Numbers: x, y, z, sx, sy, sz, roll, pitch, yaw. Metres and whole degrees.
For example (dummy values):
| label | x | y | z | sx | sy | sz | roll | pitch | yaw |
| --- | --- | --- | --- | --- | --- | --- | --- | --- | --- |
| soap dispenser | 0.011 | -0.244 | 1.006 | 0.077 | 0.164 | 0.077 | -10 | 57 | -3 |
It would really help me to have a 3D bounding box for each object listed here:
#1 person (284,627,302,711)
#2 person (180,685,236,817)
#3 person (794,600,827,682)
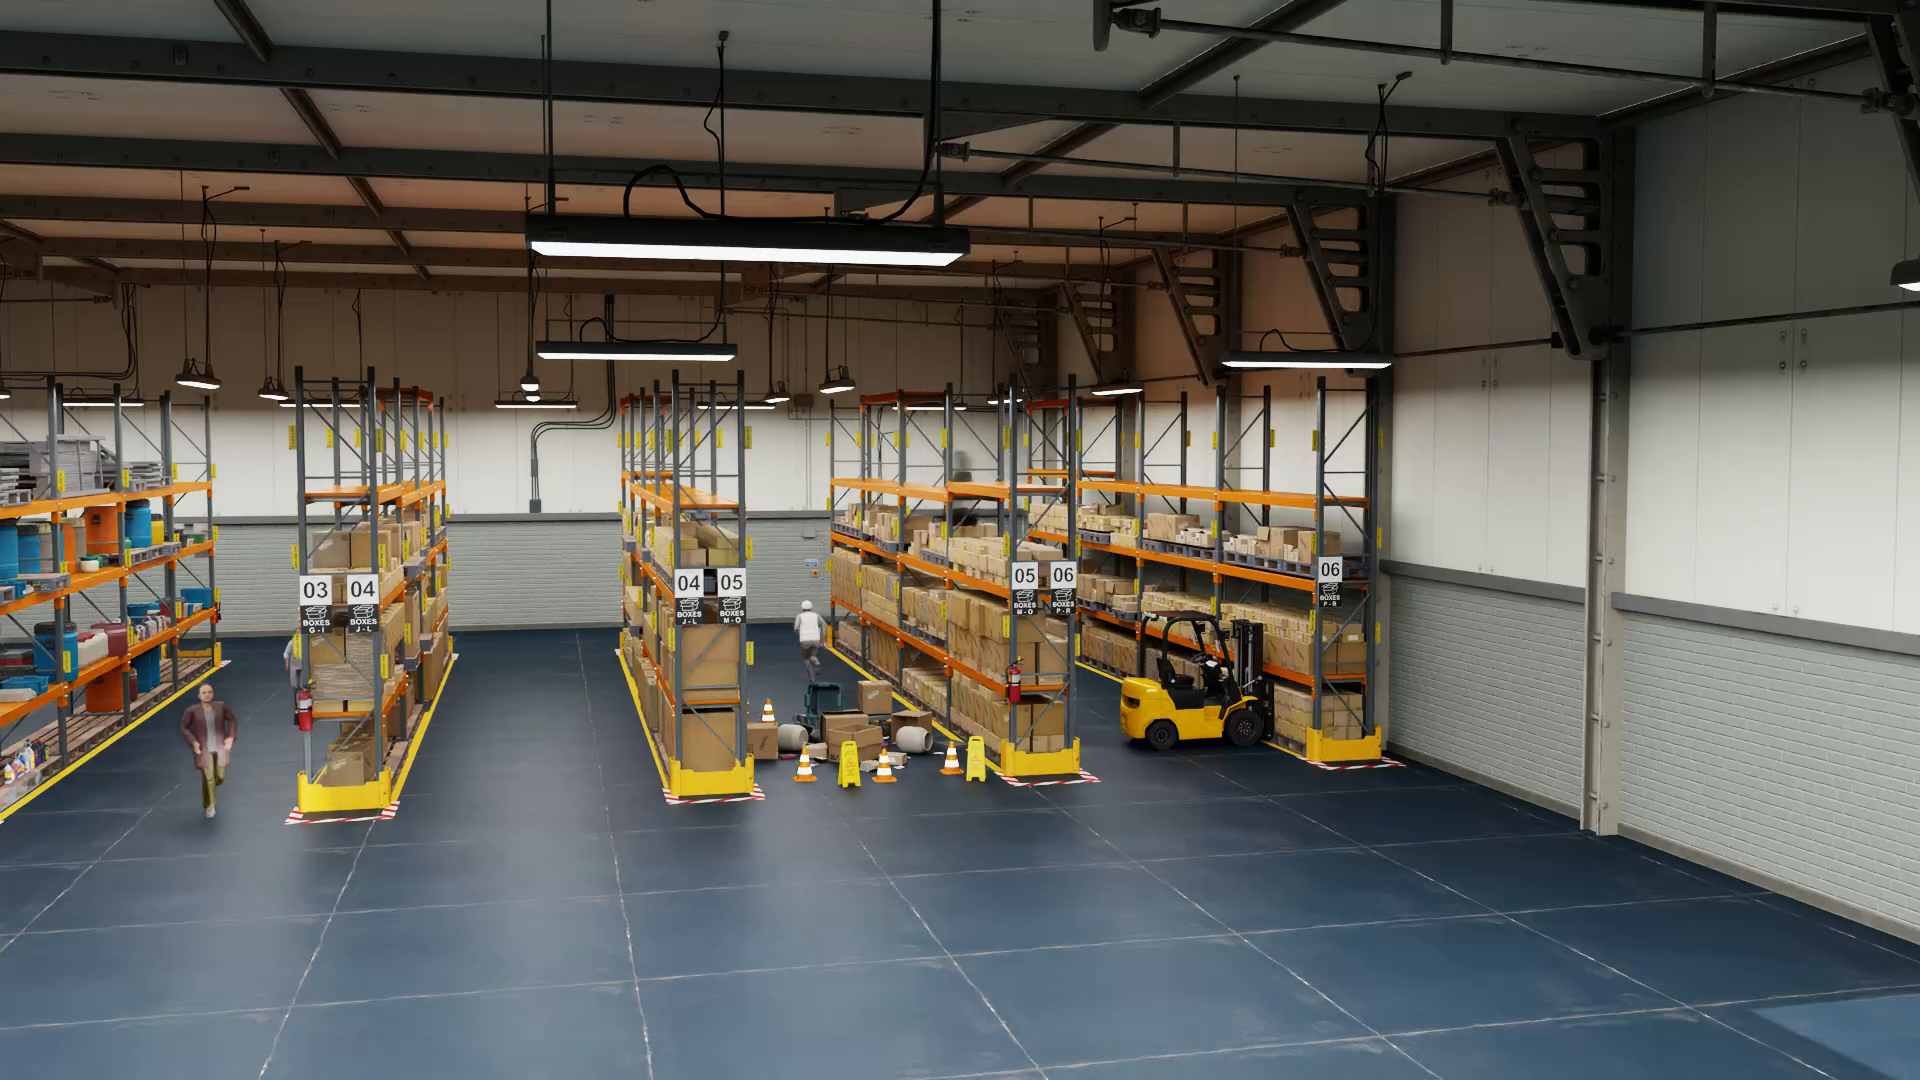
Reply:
| label | x | y | z | sx | sy | sz | roll | pitch | yaw |
| --- | --- | --- | --- | --- | --- | --- | --- | --- | --- |
| person | -12.243 | 2.390 | 30.805 | 0.534 | 1.554 | 0.542 | -1 | 4 | -19 |
| person | -10.100 | 2.849 | 22.363 | 0.711 | 1.680 | 0.718 | -2 | 4 | -32 |
| person | -3.101 | 2.115 | 34.459 | 0.651 | 1.707 | 0.758 | -2 | 4 | -25 |
